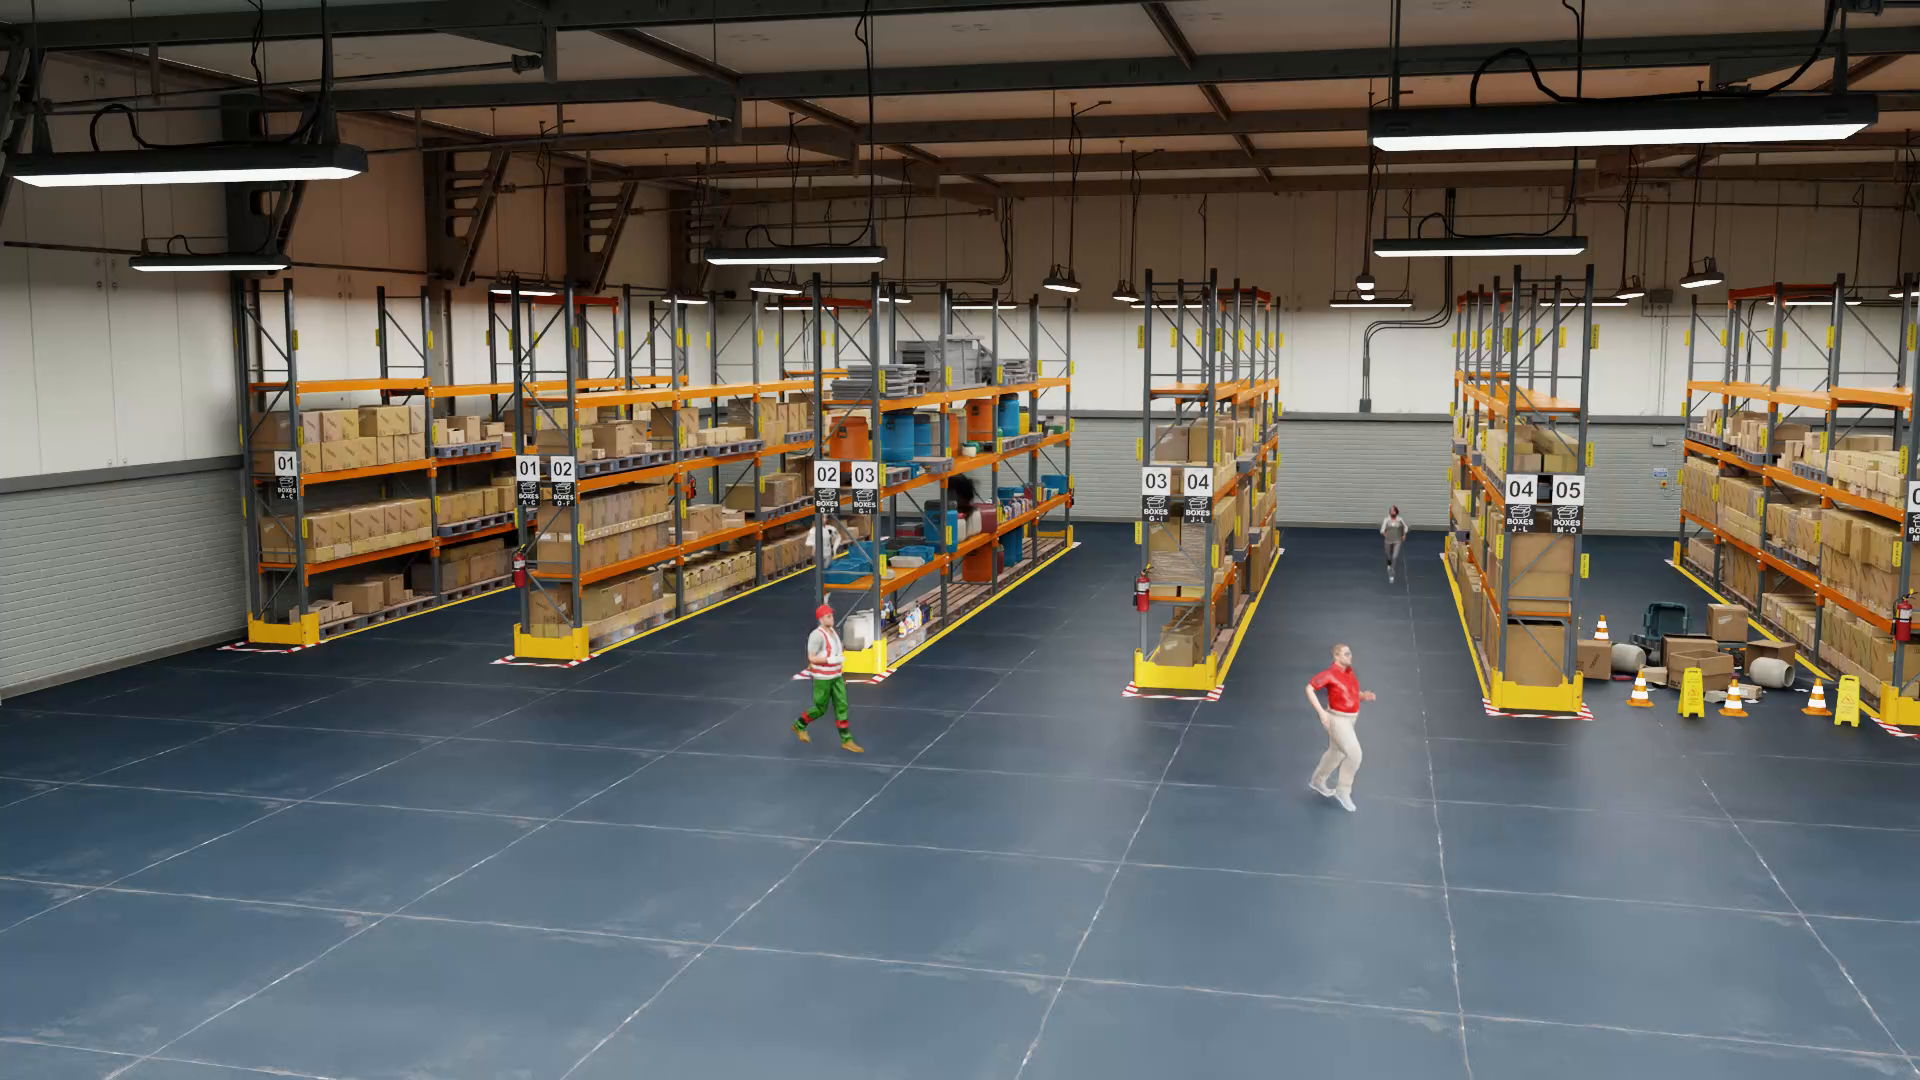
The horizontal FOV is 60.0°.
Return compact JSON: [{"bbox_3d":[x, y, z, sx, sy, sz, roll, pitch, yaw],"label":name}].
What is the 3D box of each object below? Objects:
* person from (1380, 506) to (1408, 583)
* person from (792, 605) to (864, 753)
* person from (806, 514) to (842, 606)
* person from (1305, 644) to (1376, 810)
[{"bbox_3d":[9.060,0.074,34.743,0.555,1.584,0.815,2,7,17],"label":"person"},{"bbox_3d":[-1.619,1.673,20.202,0.988,1.783,0.654,4,8,30],"label":"person"},{"bbox_3d":[-2.415,0.331,29.377,0.606,1.739,0.756,0,7,2],"label":"person"},{"bbox_3d":[4.113,2.015,17.960,0.768,1.798,0.631,5,8,35],"label":"person"}]
